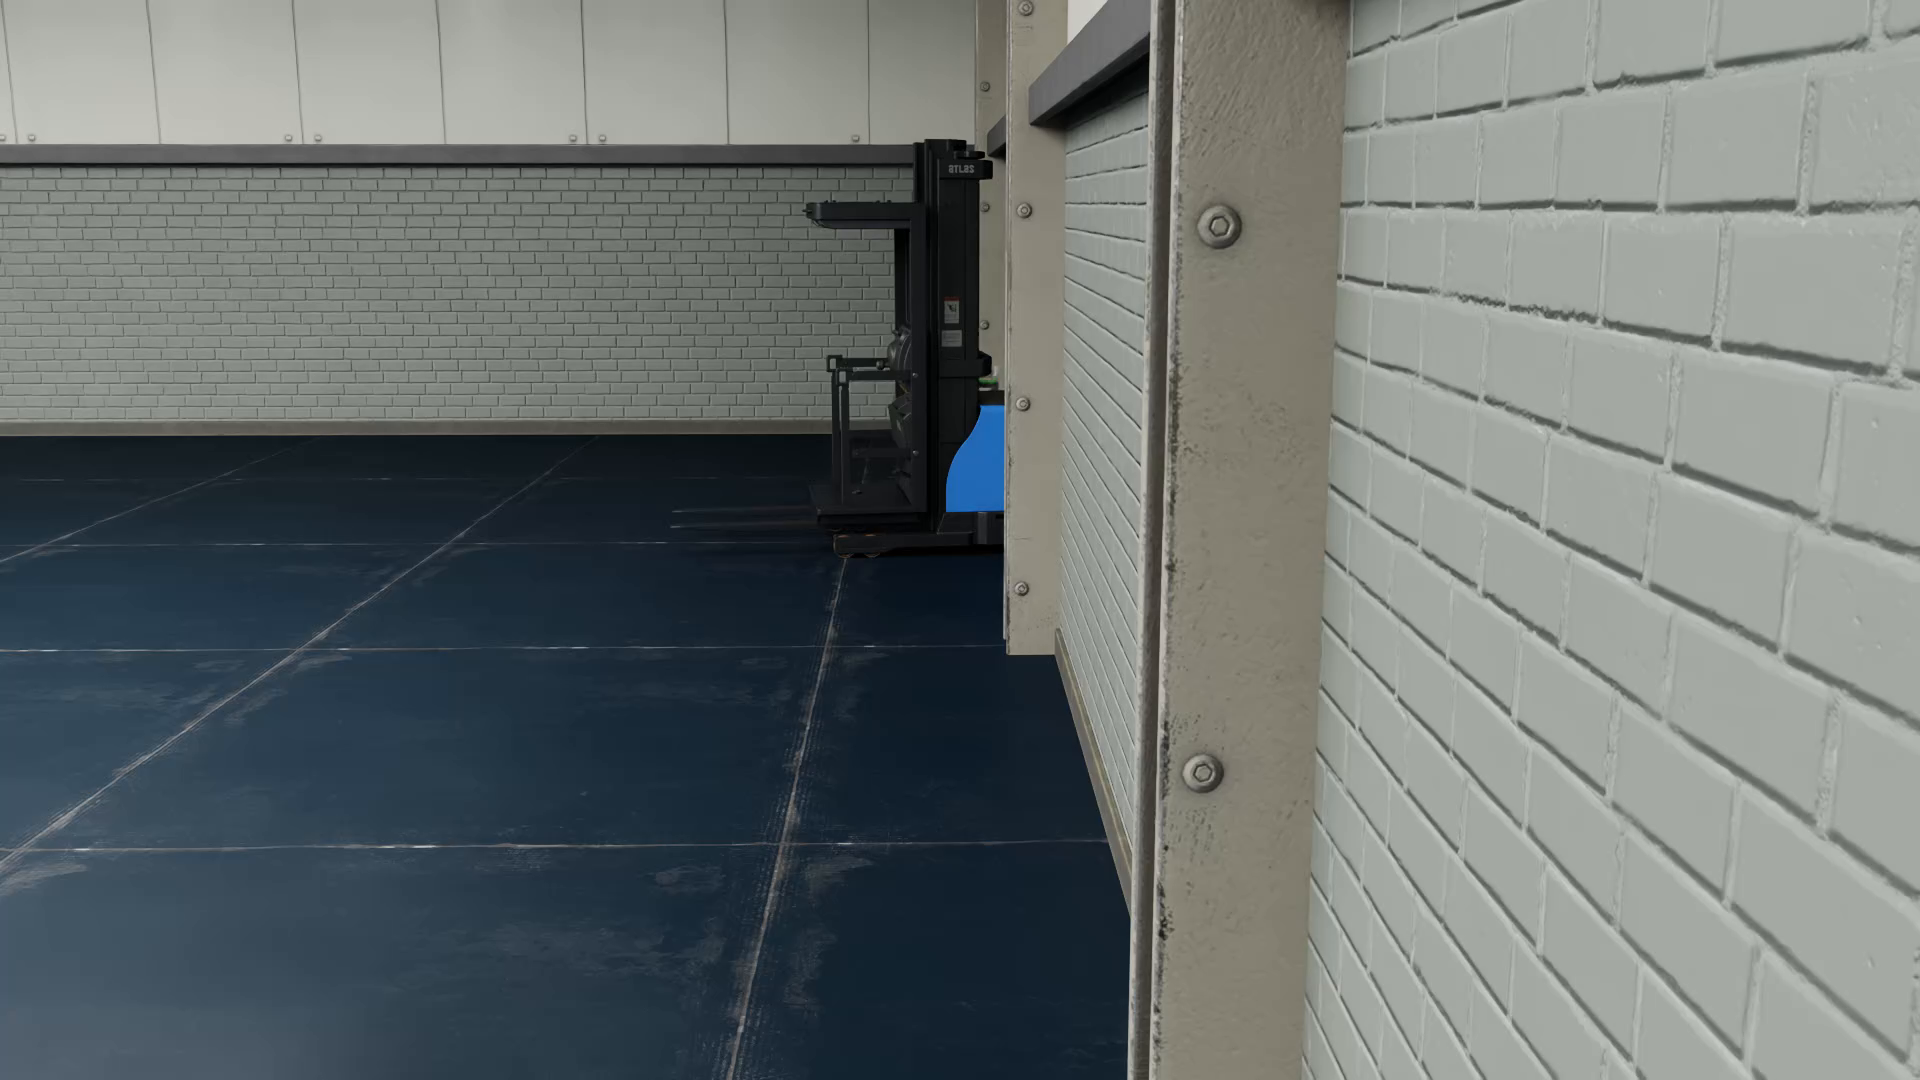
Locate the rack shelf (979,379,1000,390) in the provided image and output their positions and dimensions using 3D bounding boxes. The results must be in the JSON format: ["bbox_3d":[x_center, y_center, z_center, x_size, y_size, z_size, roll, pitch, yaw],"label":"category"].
[{"bbox_3d":[0.178,-1.214,13.332,0.258,0.148,0.480,0,6,-1],"label":"rack shelf"}]

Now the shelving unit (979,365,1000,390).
[{"bbox_3d":[0.178,-0.801,13.378,0.258,1.200,0.503,0,6,-1],"label":"shelving unit"}]

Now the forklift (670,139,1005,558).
[{"bbox_3d":[-0.620,-1.419,12.180,3.031,2.935,1.130,-2,12,-8],"label":"forklift"}]

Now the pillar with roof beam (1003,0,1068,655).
[{"bbox_3d":[-3.891,-3.786,8.587,9.100,9.000,0.400,0,11,-1],"label":"pillar with roof beam"}]

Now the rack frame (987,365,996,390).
[{"bbox_3d":[0.173,-0.828,13.621,0.240,1.200,0.015,0,6,-1],"label":"rack frame"}]

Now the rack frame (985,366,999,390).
[{"bbox_3d":[0.183,-0.774,13.136,0.240,1.200,0.015,0,6,-1],"label":"rack frame"}]

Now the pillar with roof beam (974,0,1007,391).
[{"bbox_3d":[-4.015,-4.979,14.466,9.100,9.000,0.400,0,11,-1],"label":"pillar with roof beam"}]
